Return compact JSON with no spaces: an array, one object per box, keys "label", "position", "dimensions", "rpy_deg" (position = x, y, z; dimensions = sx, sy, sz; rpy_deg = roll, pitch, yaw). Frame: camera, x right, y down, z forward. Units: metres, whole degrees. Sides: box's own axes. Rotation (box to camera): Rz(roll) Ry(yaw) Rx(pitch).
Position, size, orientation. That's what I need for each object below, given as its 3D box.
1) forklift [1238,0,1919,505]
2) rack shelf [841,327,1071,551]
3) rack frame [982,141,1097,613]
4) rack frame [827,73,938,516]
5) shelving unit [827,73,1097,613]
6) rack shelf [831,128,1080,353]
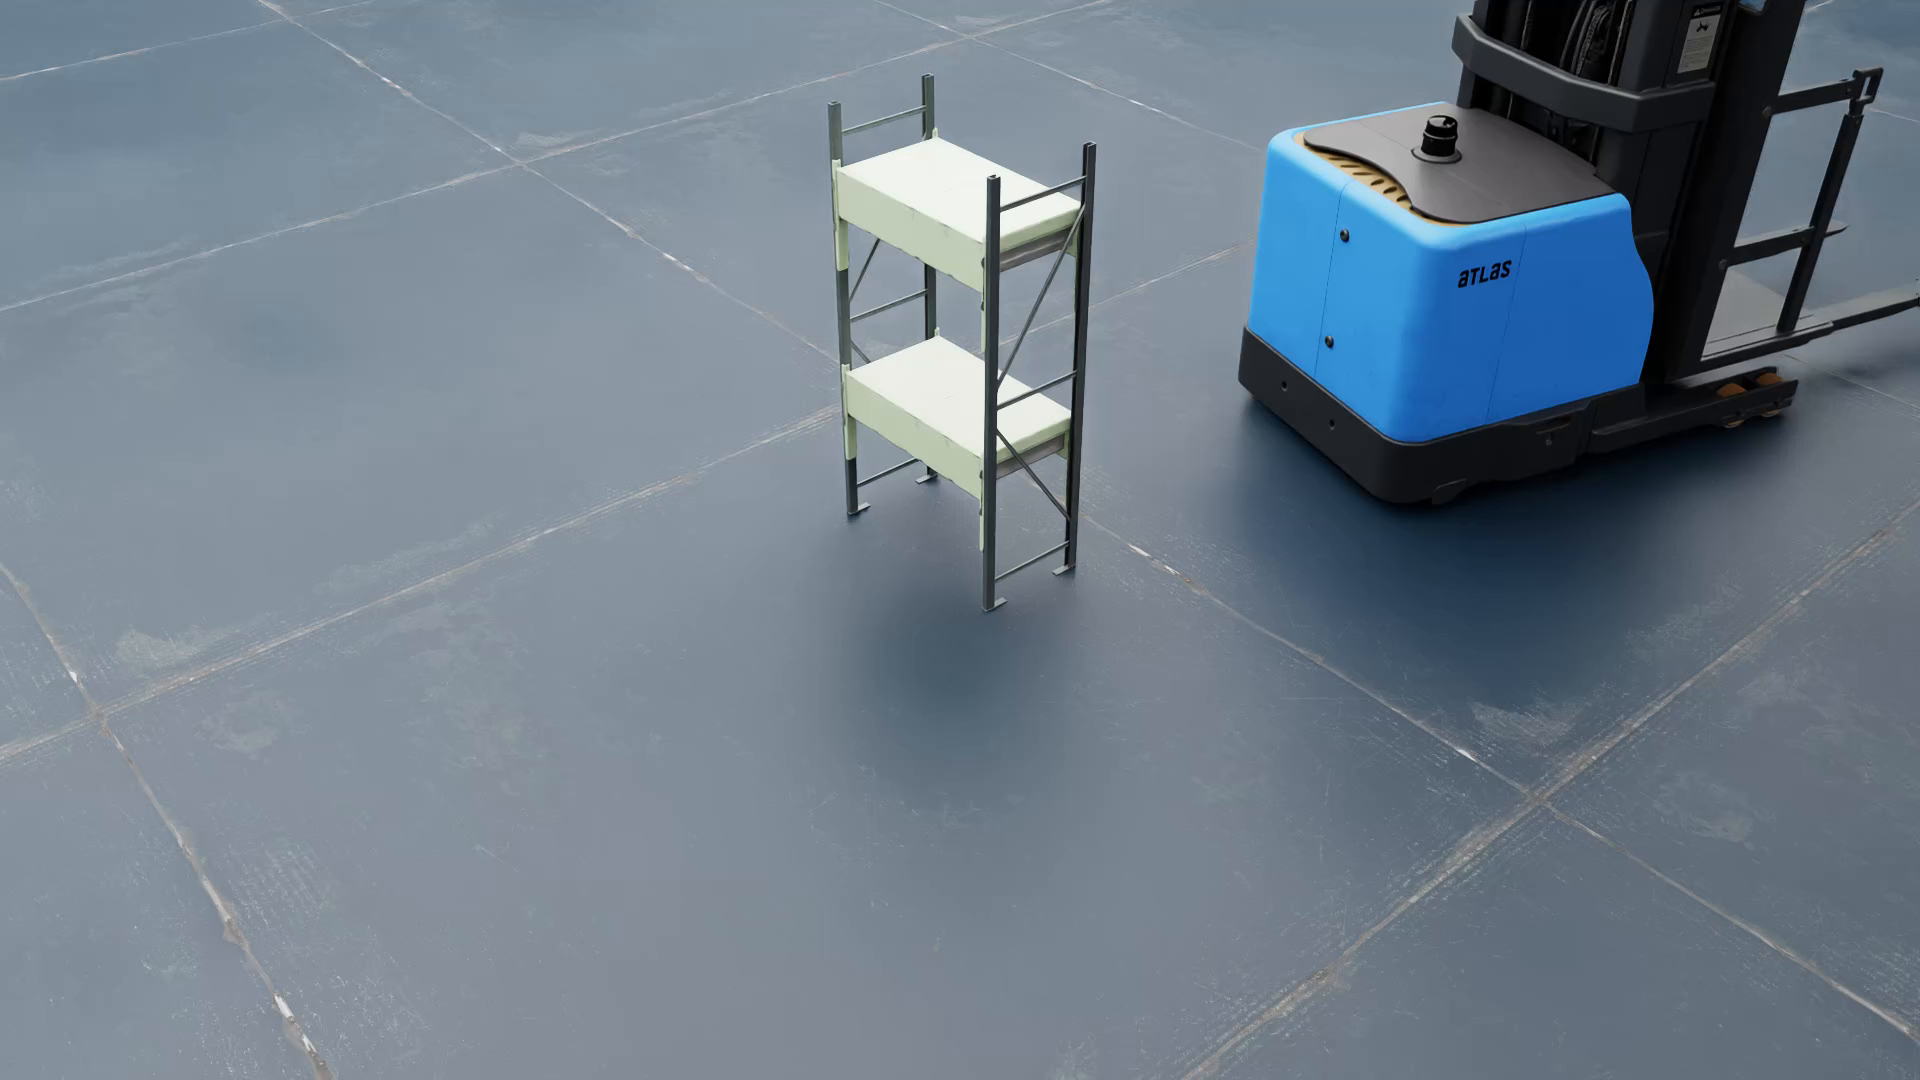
[{"label":"forklift","position":[2.649,-1.885,5.876],"dimensions":[3.031,2.935,1.130],"rpy_deg":[-15,38,-20]},{"label":"rack shelf","position":[-0.004,-0.349,5.509],"dimensions":[0.431,0.370,0.720],"rpy_deg":[-26,43,-32]},{"label":"rack frame","position":[0.232,-0.453,5.093],"dimensions":[0.400,1.500,0.023],"rpy_deg":[-26,43,-32]},{"label":"rack frame","position":[-0.241,-0.777,5.549],"dimensions":[0.400,1.500,0.023],"rpy_deg":[-26,43,-32]},{"label":"shelving unit","position":[-0.004,-0.615,5.321],"dimensions":[0.431,1.500,0.755],"rpy_deg":[-26,43,-32]},{"label":"rack shelf","position":[-0.004,-0.933,5.095],"dimensions":[0.431,0.370,0.720],"rpy_deg":[-26,43,-32]}]
